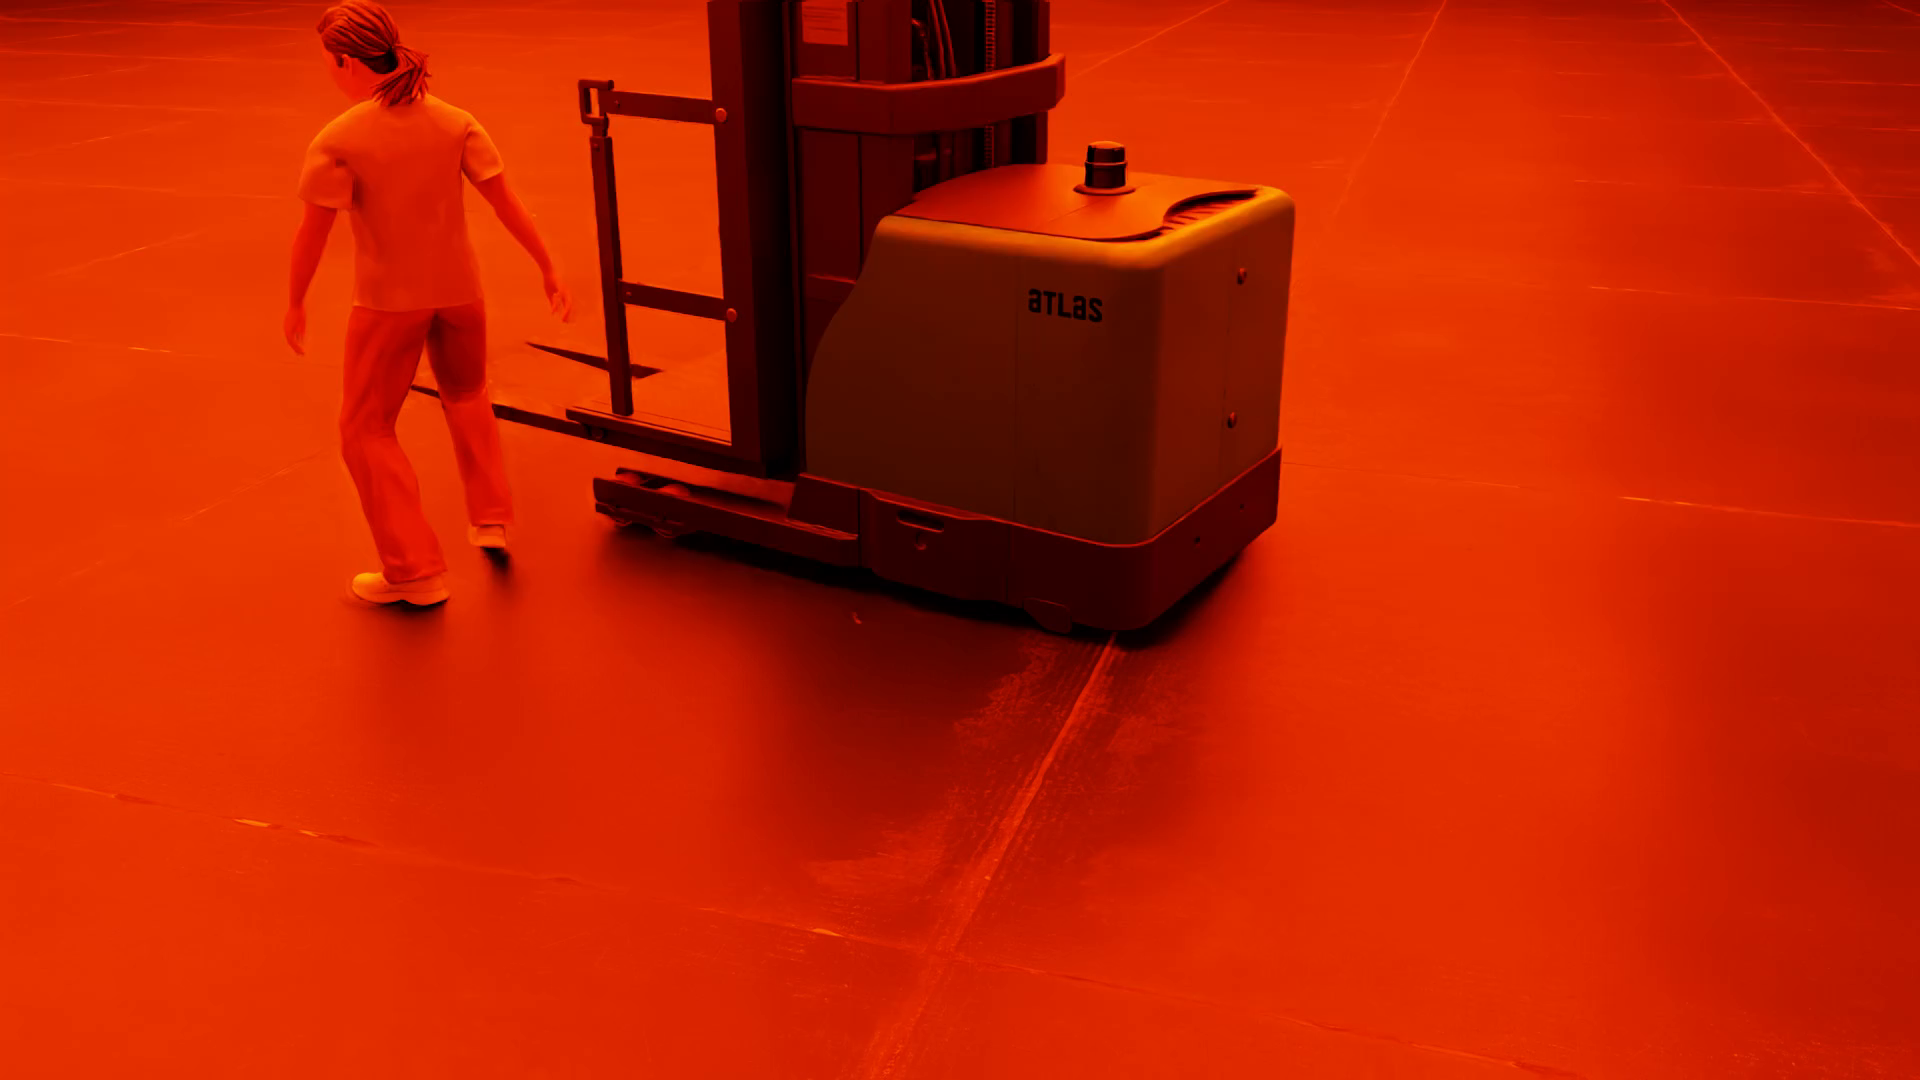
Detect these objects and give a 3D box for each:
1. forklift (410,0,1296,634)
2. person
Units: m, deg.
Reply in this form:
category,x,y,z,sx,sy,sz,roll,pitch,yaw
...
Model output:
category,x,y,z,sx,sy,sz,roll,pitch,yaw
forklift,-0.546,-1.514,4.947,3.031,2.935,1.130,14,26,30
person,-1.480,-0.660,4.645,0.731,1.635,0.539,-16,27,-34
